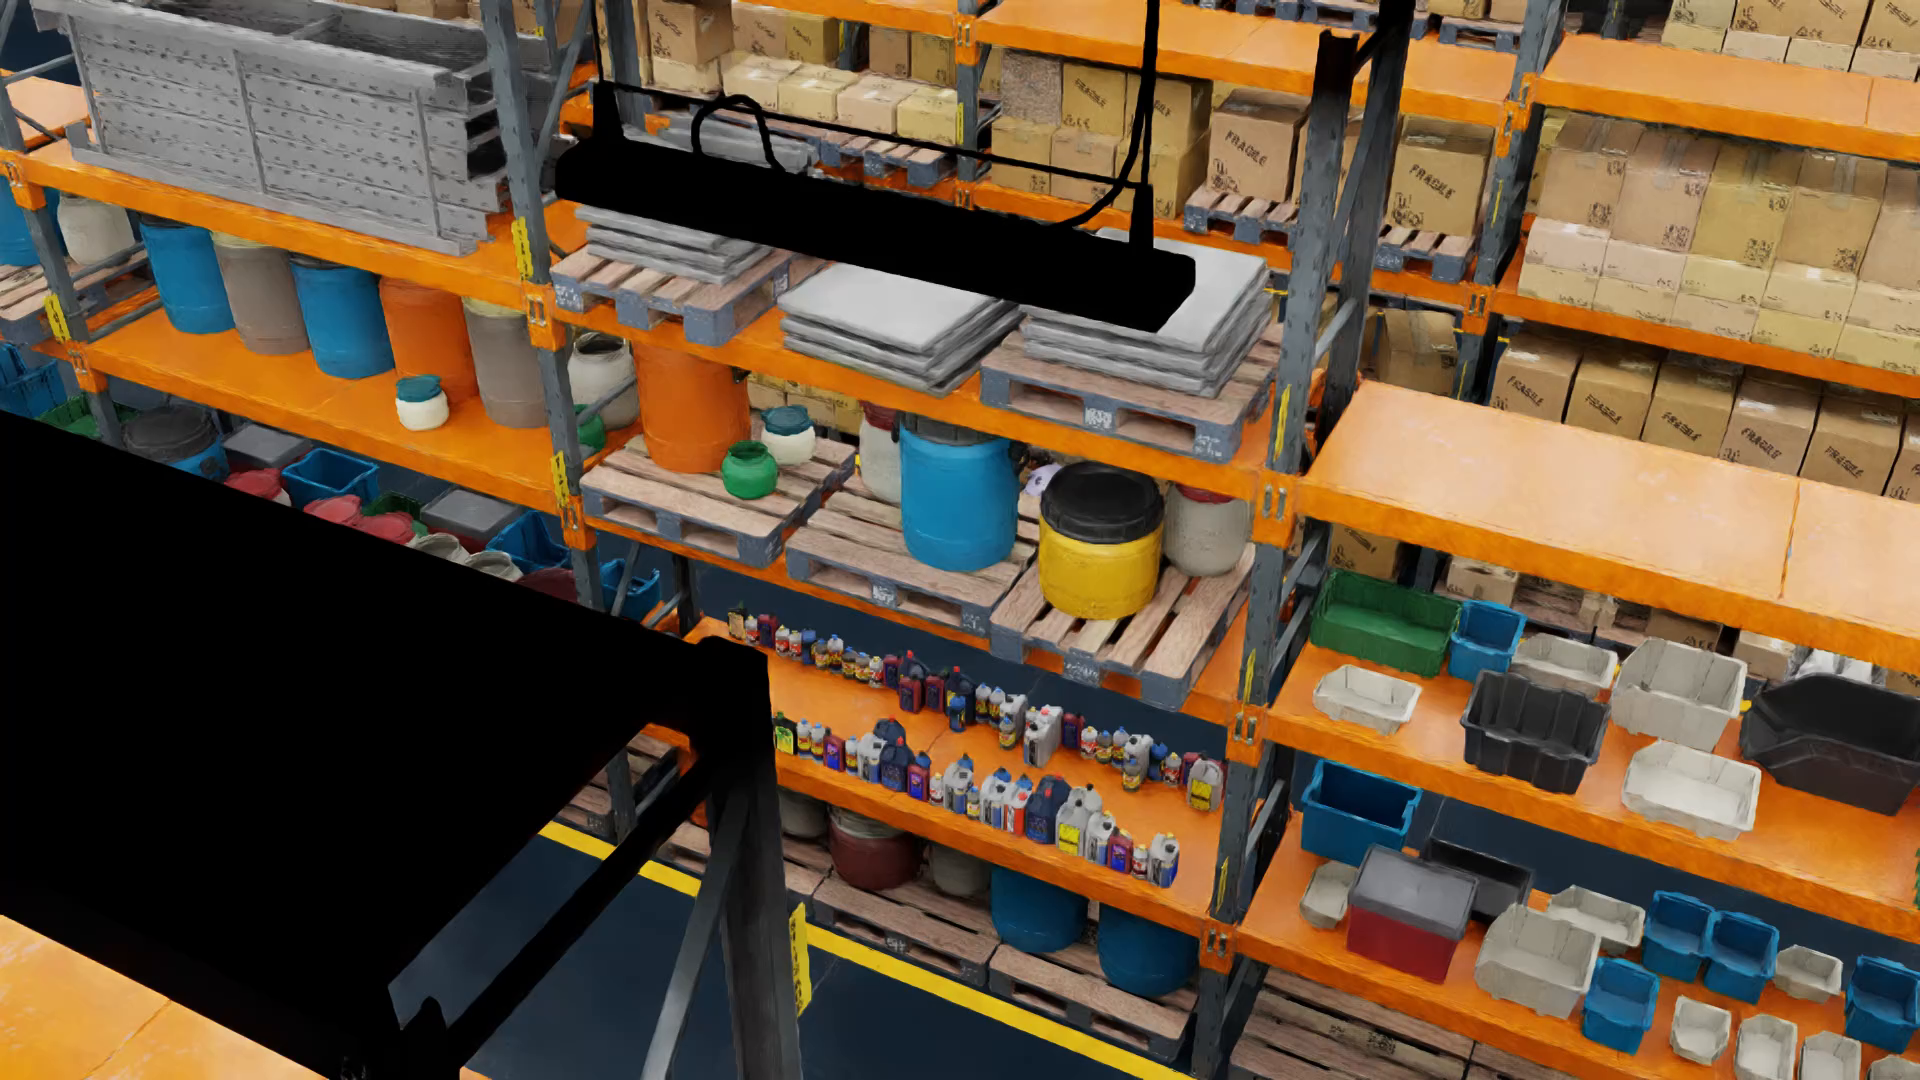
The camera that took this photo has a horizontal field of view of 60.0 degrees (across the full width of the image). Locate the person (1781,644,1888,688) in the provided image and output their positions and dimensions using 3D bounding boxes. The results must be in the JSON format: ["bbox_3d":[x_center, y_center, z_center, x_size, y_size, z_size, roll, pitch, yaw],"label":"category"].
[{"bbox_3d":[5.602,1.061,10.807,0.622,1.773,0.479,20,40,26],"label":"person"}]

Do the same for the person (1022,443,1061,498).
[{"bbox_3d":[0.632,-0.079,12.594,1.090,1.565,0.482,15,38,20],"label":"person"}]
